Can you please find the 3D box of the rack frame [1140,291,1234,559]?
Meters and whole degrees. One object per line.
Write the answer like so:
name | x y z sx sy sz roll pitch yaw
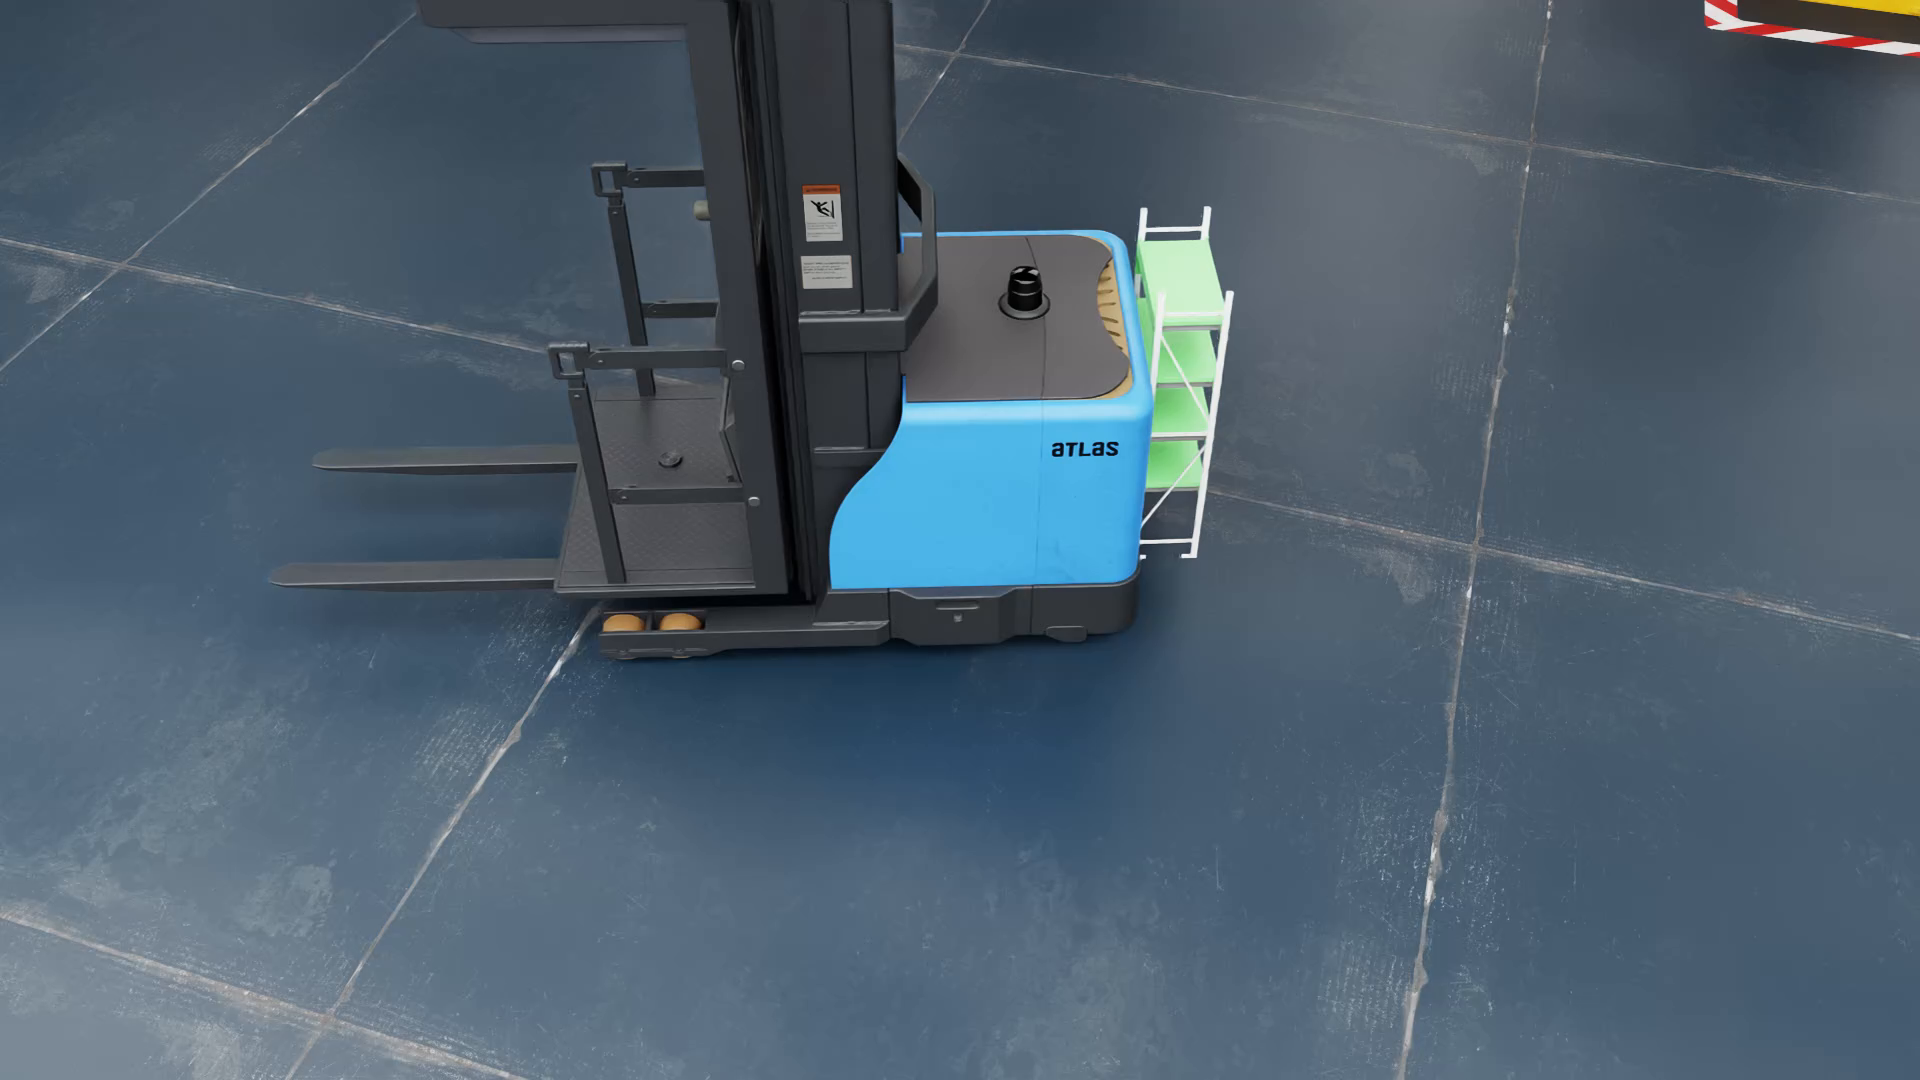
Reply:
rack frame | 0.759 -0.365 5.765 0.240 1.200 0.015 -2 44 -2

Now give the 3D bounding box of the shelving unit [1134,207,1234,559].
shelving unit | 0.749 -0.535 5.939 0.258 1.200 0.503 -2 44 -2

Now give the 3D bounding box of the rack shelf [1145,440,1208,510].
rack shelf | 0.749 -0.318 6.152 0.258 0.148 0.480 -2 44 -2

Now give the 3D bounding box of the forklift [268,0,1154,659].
forklift | -0.904 -1.007 5.183 3.031 2.935 1.130 -1 44 -1

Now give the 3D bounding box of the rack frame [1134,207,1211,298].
rack frame | 0.740 -0.706 6.114 0.240 1.200 0.015 -2 44 -2

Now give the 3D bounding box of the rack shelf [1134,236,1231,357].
rack shelf | 0.749 -0.833 5.648 0.258 0.148 0.480 -2 44 -2

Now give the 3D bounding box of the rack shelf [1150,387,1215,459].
rack shelf | 0.749 -0.490 5.984 0.258 0.148 0.480 -2 44 -2

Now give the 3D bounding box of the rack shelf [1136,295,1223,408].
rack shelf | 0.749 -0.661 5.816 0.258 0.148 0.480 -2 44 -2
